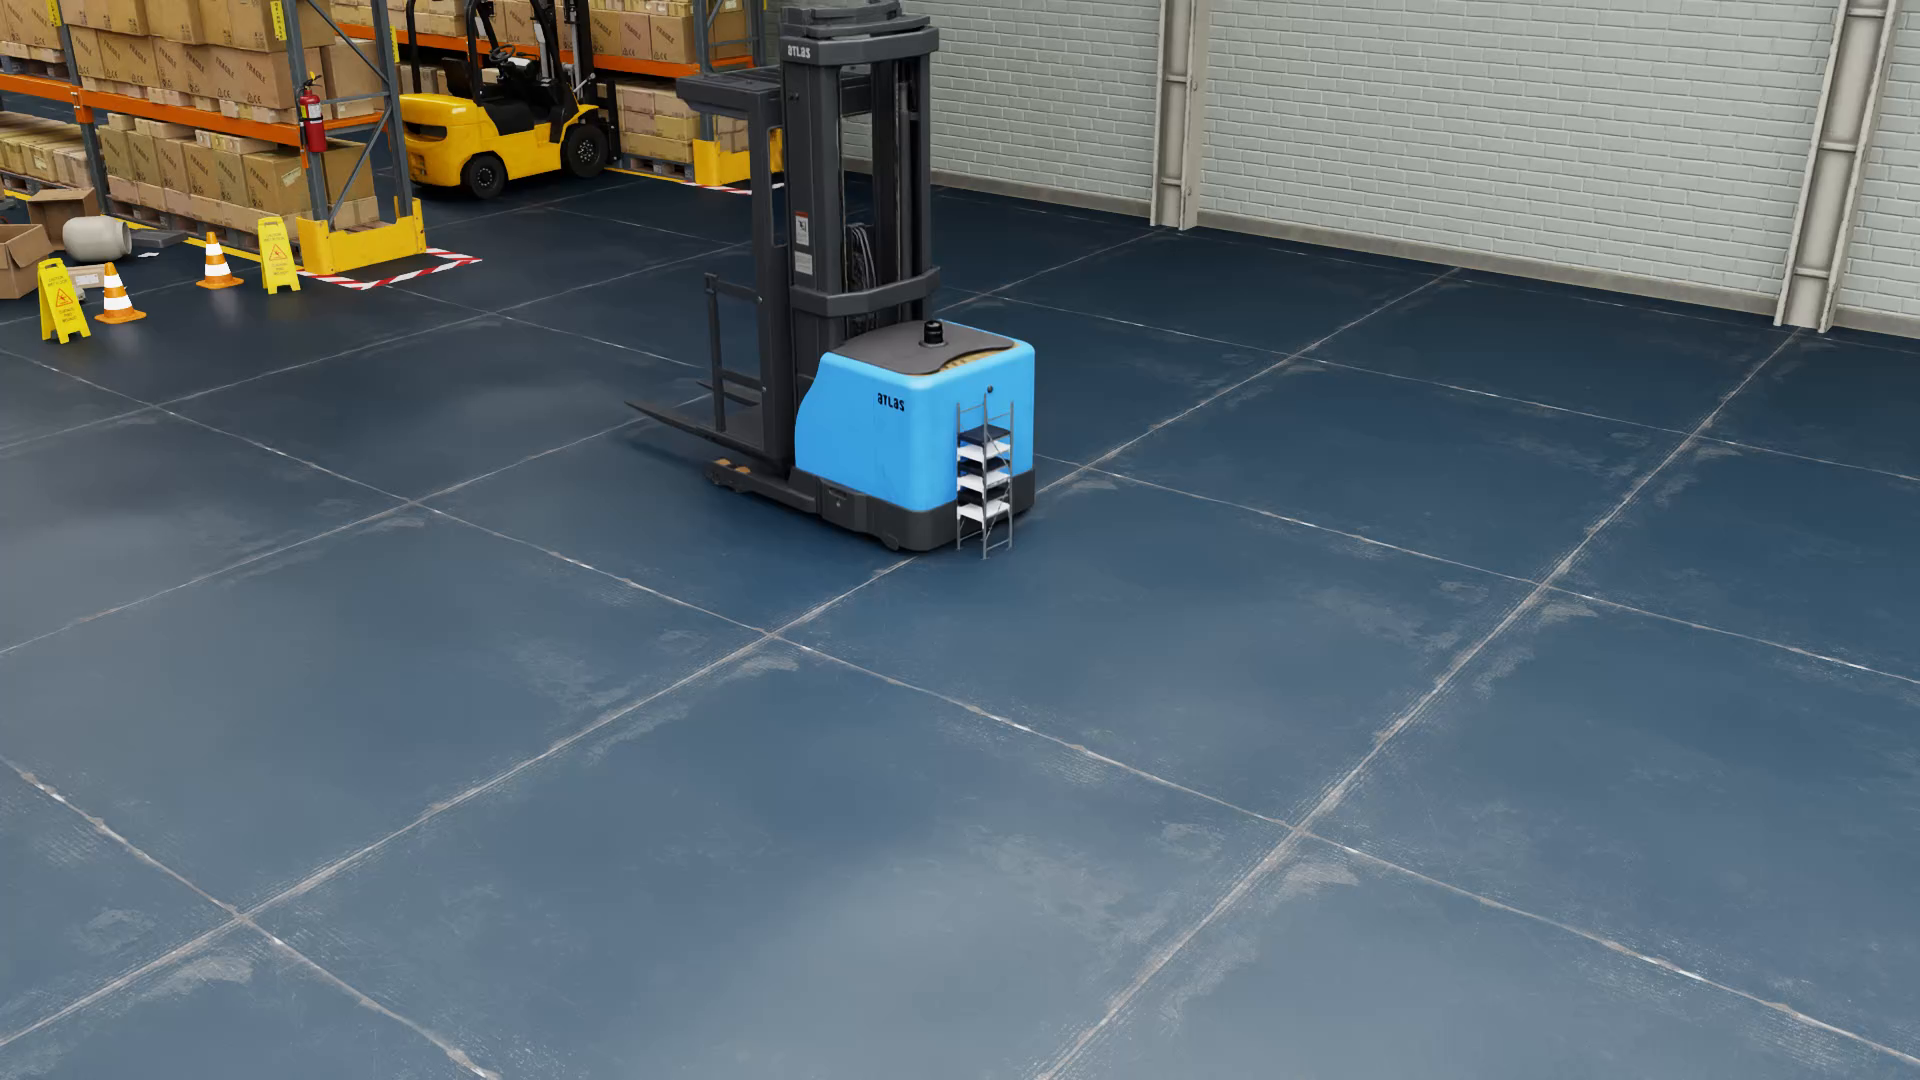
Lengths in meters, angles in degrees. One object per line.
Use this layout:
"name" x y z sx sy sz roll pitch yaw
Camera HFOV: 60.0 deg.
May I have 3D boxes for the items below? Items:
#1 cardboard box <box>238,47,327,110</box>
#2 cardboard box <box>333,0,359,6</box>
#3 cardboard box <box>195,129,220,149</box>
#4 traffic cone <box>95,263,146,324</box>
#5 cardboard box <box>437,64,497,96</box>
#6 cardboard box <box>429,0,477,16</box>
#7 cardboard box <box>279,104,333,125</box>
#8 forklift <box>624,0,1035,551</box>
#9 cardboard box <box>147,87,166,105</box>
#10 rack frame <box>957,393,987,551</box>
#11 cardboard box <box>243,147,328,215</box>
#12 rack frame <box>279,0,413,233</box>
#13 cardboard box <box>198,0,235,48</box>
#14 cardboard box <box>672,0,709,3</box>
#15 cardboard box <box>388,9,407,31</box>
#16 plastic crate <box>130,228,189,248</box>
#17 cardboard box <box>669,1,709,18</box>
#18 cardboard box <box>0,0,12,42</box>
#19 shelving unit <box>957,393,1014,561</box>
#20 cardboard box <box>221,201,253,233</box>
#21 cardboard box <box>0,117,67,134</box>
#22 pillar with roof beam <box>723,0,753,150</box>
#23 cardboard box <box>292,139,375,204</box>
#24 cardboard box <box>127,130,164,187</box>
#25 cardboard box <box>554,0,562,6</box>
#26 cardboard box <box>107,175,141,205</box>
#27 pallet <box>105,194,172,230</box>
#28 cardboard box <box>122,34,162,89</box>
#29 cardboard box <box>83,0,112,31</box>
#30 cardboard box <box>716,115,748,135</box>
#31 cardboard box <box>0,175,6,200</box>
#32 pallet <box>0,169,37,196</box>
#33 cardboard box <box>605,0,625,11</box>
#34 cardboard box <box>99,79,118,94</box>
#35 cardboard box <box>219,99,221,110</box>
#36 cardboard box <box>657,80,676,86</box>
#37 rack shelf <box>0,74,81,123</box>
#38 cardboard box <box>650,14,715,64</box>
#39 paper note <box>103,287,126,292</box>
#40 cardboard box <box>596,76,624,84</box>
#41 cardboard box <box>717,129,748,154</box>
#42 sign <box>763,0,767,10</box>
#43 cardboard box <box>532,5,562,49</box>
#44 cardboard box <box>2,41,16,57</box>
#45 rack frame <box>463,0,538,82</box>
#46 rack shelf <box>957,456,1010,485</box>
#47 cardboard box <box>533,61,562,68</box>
"cardboard box" -6.159 -4.226 15.127 0.500 0.500 0.500 16 29 32
"cardboard box" -7.970 -7.258 22.070 0.500 0.250 0.500 16 28 32
"cardboard box" -7.100 -3.878 15.986 0.250 0.149 0.380 18 30 35
"traffic cone" -7.070 -2.088 13.915 0.334 0.463 0.336 17 29 33
"cardboard box" -6.210 -5.799 21.616 0.625 0.625 0.875 18 30 36
"cardboard box" -6.332 -6.767 20.955 0.500 0.250 0.500 16 28 32
"cardboard box" -5.987 -3.908 15.211 0.250 0.149 0.380 18 29 35
"forklift" -0.965 -1.768 10.128 3.031 2.935 1.130 21 31 39
"cardboard box" -7.682 -4.362 16.241 0.250 0.149 0.380 17 29 34
"rack frame" 0.068 -0.385 9.507 0.006 0.900 0.240 21 31 39
"cardboard box" -6.356 -3.388 15.679 0.500 0.500 0.500 17 29 34
"rack frame" -5.559 -4.001 15.111 0.127 3.000 1.000 17 29 33
"cardboard box" -6.499 -4.819 15.233 0.500 0.500 0.700 17 29 34
"cardboard box" -2.998 -6.101 18.579 0.250 0.149 0.380 17 29 33
"cardboard box" -7.131 -6.790 21.626 0.500 0.250 0.500 17 29 34
"plastic crate" -7.995 -2.988 16.433 0.583 0.080 0.402 7 25 15
"cardboard box" -3.031 -5.940 18.582 0.250 0.149 0.380 17 29 34
"cardboard box" -10.074 -5.627 17.786 0.500 0.500 0.500 18 29 35
"shelving unit" 0.142 -0.356 9.443 0.210 0.900 0.258 21 31 39
"cardboard box" -6.777 -3.172 16.118 0.500 0.250 0.500 17 29 33
"cardboard box" -10.919 -4.610 19.231 0.625 0.372 0.950 16 28 32
"pillar with roof beam" -5.184 -7.419 15.428 0.400 9.000 9.100 17 29 33
"cardboard box" -6.058 -3.568 16.088 0.500 0.500 0.500 16 28 32
"cardboard box" -8.014 -3.890 16.819 0.500 0.500 0.500 18 30 35
"cardboard box" -4.682 -6.433 19.701 0.250 0.149 0.380 16 28 32
"cardboard box" -8.450 -3.673 17.255 0.500 0.250 0.500 15 28 31
"pallet" -8.201 -3.542 17.526 1.213 0.211 1.003 17 29 33
"cardboard box" -7.765 -4.715 16.237 0.500 0.500 0.500 17 29 33
"cardboard box" -8.142 -5.301 16.328 0.500 0.500 0.700 17 29 34
"cardboard box" -2.837 -4.947 19.527 0.500 0.250 0.500 17 29 34
"cardboard box" -9.803 -3.590 16.338 0.500 0.500 0.500 17 29 33
"pallet" -10.364 -4.175 18.964 1.213 0.211 1.003 17 29 33
"cardboard box" -3.857 -6.187 19.144 0.250 0.149 0.380 16 28 32
"cardboard box" -8.467 -4.630 16.849 0.250 0.149 0.380 18 29 35
"cardboard box" -6.793 -4.162 15.787 0.250 0.149 0.380 17 29 34
"cardboard box" -3.258 -5.292 19.690 0.500 0.250 0.500 17 29 33
"rack shelf" -10.360 -5.123 18.549 4.000 0.370 1.077 17 29 33
"cardboard box" -3.136 -5.684 18.806 0.500 0.500 0.500 16 28 32
"paper note" -7.509 -2.229 14.771 0.142 0.019 0.148 7 25 15
"cardboard box" -4.363 -5.371 19.870 0.500 0.250 0.500 16 28 32
"cardboard box" -2.861 -4.720 19.631 0.500 0.250 0.500 17 29 34
"sign" -2.247 -6.214 18.961 0.005 0.325 0.100 17 29 33
"cardboard box" -4.755 -6.183 19.938 0.500 0.500 0.500 16 29 33
"cardboard box" -9.971 -5.262 17.763 0.250 0.149 0.380 17 29 34
"rack frame" -5.786 -6.571 20.943 0.127 3.000 1.000 17 29 33
"rack shelf" 0.142 -0.408 9.420 0.200 0.077 0.258 21 31 39
"cardboard box" -5.276 -5.906 21.083 0.500 0.250 0.500 17 29 34
